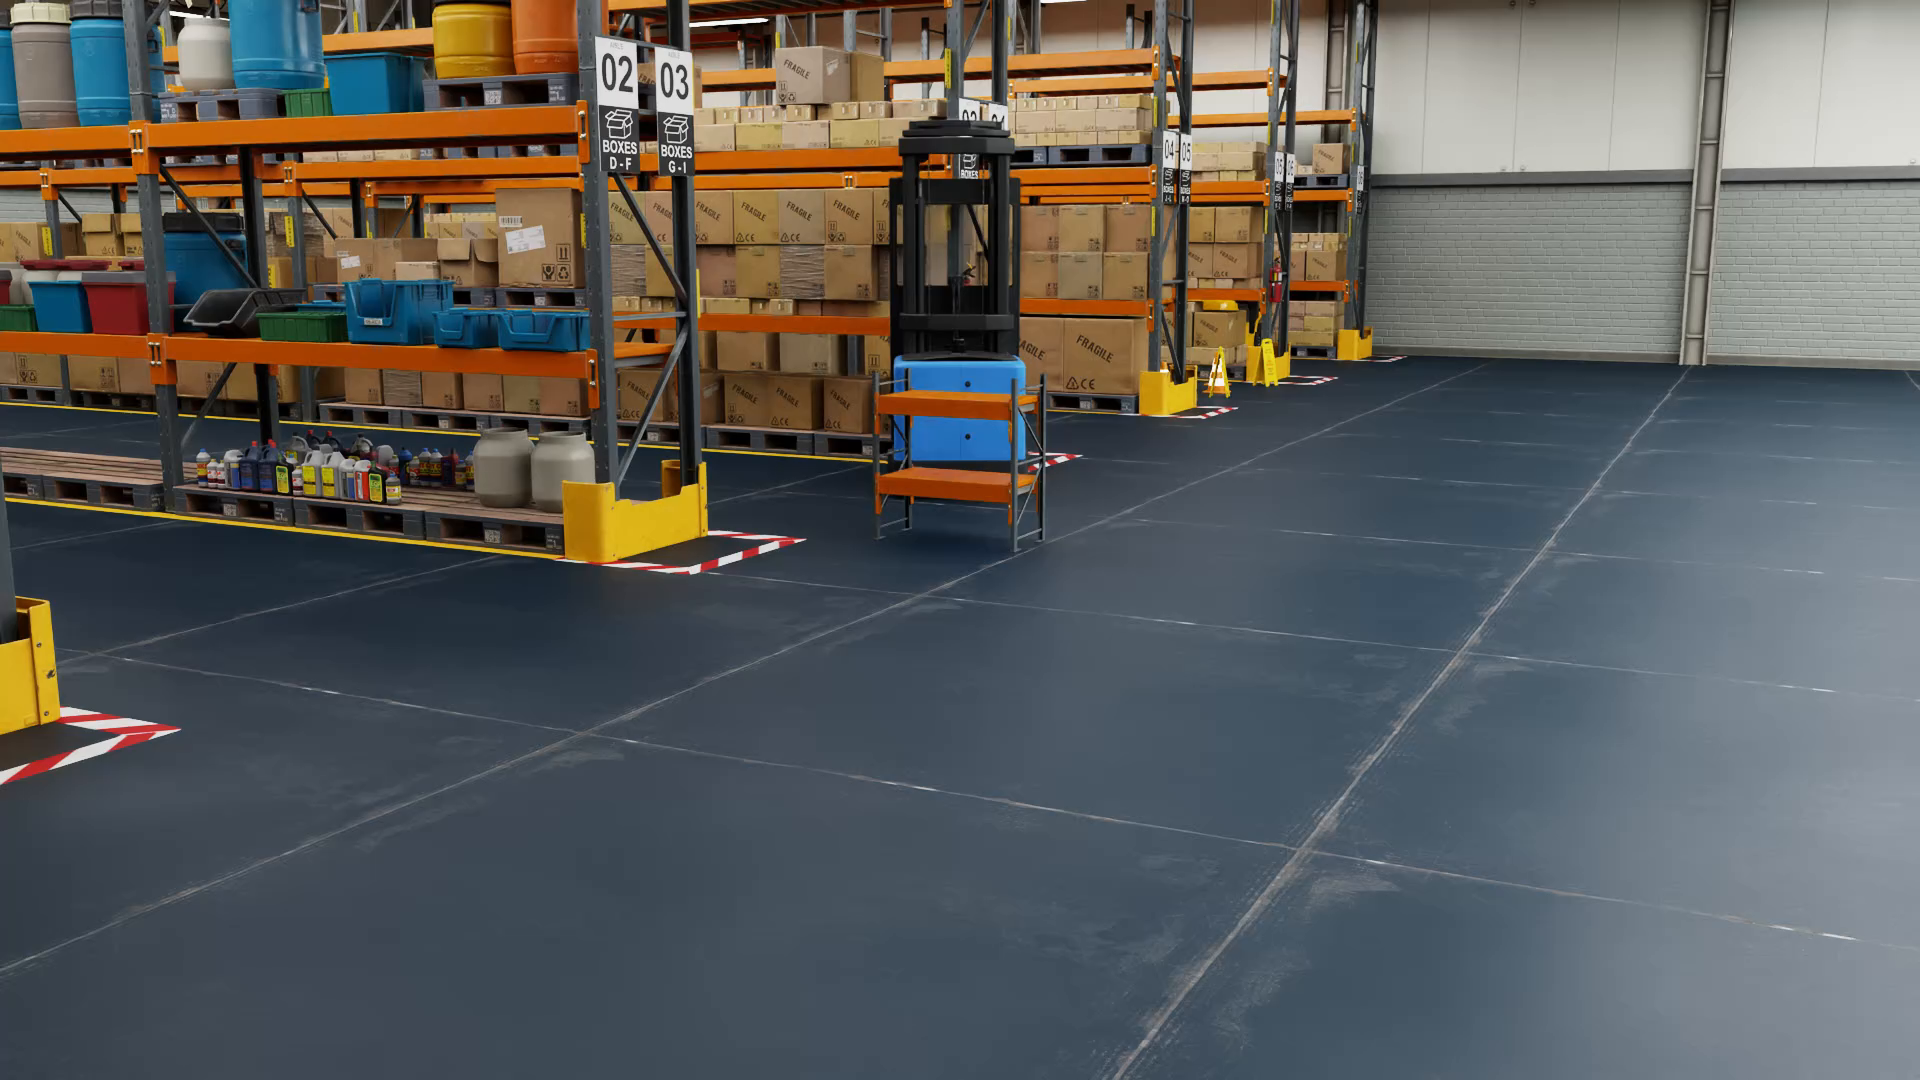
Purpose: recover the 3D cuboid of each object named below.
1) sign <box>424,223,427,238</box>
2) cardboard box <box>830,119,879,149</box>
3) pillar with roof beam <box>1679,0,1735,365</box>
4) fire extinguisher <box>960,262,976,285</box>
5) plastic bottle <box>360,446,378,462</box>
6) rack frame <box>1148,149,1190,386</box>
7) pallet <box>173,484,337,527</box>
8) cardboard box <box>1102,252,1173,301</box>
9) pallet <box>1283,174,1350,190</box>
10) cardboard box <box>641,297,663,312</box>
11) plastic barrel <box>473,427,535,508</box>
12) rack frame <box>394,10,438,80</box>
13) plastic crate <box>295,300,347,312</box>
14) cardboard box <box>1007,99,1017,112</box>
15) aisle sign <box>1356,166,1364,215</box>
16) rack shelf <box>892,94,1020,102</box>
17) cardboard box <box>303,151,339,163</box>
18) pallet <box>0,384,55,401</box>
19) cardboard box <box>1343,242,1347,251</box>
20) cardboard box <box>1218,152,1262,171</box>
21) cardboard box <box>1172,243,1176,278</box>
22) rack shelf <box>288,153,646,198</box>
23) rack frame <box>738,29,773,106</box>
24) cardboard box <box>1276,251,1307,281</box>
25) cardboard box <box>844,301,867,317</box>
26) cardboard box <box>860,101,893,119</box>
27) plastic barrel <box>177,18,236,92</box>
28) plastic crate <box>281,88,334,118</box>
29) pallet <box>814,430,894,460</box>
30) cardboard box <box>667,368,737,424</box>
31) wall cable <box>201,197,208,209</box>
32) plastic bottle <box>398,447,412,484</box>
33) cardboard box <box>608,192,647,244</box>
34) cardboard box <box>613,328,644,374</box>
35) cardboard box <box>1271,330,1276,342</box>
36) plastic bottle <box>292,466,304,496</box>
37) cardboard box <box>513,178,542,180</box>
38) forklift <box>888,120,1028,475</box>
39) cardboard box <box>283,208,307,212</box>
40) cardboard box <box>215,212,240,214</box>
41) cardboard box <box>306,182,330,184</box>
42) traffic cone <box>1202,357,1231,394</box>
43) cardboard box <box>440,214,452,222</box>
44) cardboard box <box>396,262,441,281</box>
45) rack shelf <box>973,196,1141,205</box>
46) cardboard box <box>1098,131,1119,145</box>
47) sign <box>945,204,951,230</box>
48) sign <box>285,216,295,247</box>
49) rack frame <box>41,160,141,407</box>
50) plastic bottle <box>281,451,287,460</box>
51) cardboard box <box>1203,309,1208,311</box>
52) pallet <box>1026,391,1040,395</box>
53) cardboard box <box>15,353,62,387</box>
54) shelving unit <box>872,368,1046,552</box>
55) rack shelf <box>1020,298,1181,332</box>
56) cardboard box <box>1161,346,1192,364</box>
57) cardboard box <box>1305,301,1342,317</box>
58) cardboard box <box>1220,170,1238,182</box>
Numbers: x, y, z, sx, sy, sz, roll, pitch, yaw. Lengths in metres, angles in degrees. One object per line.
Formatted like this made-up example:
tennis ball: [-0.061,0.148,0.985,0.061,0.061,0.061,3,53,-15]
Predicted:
sign: [-8.074,-4.615,25.057,0.005,0.325,0.100,5,11,26]
cardboard box: [-0.834,-3.665,15.058,0.500,0.250,0.500,5,11,26]
pillar with roof beam: [9.988,-6.593,22.391,0.400,9.000,9.100,5,11,26]
fire extinguisher: [0.059,-2.106,14.662,0.183,0.674,0.296,5,11,26]
plastic bottle: [-4.355,-0.555,12.266,0.133,0.283,0.061,5,11,26]
rack frame: [2.445,-3.011,19.444,0.127,3.000,1.000,5,11,26]
pallet: [-5.035,-0.319,12.401,1.213,0.211,1.003,5,11,26]
cardboard box: [2.092,-3.107,19.552,0.550,0.550,0.875,5,11,26]
pallet: [6.115,-6.095,28.310,1.213,0.211,1.003,5,11,26]
cardboard box: [-2.913,-2.316,16.311,0.250,0.149,0.380,5,11,26]
plastic barrel: [-3.105,-0.497,11.362,0.421,0.512,0.421,0,10,0]
rack frame: [-9.804,-8.022,30.288,0.127,3.000,1.000,5,11,26]
plastic crate: [-4.506,-1.634,12.253,0.616,0.251,0.499,5,11,26]
cardboard box: [0.625,-5.104,19.593,0.250,0.149,0.380,5,11,26]
aisle sign: [6.667,-5.830,27.719,0.004,0.787,0.394,5,11,26]
rack shelf: [-0.836,-6.684,26.034,4.000,0.370,1.077,5,11,26]
cardboard box: [-6.706,-4.182,17.911,0.500,0.250,0.500,5,12,27]
pallet: [-12.347,-1.969,21.515,1.213,0.211,1.003,5,11,26]
cardboard box: [6.548,-5.039,28.548,0.250,0.149,0.380,5,11,24]
cardboard box: [3.967,-5.355,23.561,0.500,0.250,0.500,5,11,25]
cardboard box: [3.042,-4.084,24.257,0.500,0.500,0.500,5,11,26]
rack shelf: [-5.221,-3.822,17.521,4.000,0.370,1.077,5,11,26]
rack frame: [-4.024,-8.500,32.929,0.127,3.000,1.000,5,11,26]
cardboard box: [5.719,-4.691,28.446,0.500,0.500,0.500,5,12,28]
cardboard box: [-0.875,-2.146,15.371,0.250,0.149,0.380,5,11,26]
cardboard box: [-0.703,-3.841,14.907,0.250,0.149,0.380,4,11,23]
plastic barrel: [-5.320,-3.423,11.807,0.421,0.512,0.421,0,10,0]
plastic crate: [-4.324,-2.955,11.307,0.450,0.188,0.336,5,11,26]
pallet: [-0.621,-0.930,15.778,1.213,0.211,1.003,5,11,26]
cardboard box: [-2.569,-1.437,16.586,0.500,0.500,0.500,10,14,44]
wall cable: [-14.871,-6.026,33.164,0.123,1.953,0.585,5,11,26]
plastic bottle: [-4.099,-0.553,12.290,0.097,0.271,0.097,0,10,0]
cardboard box: [-3.136,-3.154,16.308,0.500,0.500,0.500,5,11,26]
cardboard box: [-4.223,-2.679,22.746,0.750,0.750,1.050,5,11,25]
cardboard box: [5.290,-3.524,28.822,0.500,0.250,0.500,5,11,26]
plastic bottle: [-4.666,-0.420,11.748,0.097,0.201,0.097,0,10,0]
cardboard box: [-5.808,-5.208,22.882,0.500,0.500,0.500,5,11,26]
forklift: [-0.053,-2.015,14.135,1.130,2.935,3.031,0,10,-2]
cardboard box: [-9.776,-4.720,24.966,0.500,0.500,0.500,5,12,27]
cardboard box: [-8.246,-3.512,19.115,0.637,0.503,0.797,5,12,27]
cardboard box: [-9.318,-5.396,24.618,0.500,0.250,0.500,5,11,26]
traffic cone: [3.402,-2.185,22.004,0.334,0.463,0.336,5,11,26]
cardboard box: [-9.159,-5.810,30.002,0.250,0.149,0.380,5,12,28]
cardboard box: [-5.613,-2.821,17.638,0.500,0.250,0.500,5,11,24]
rack shelf: [1.357,-6.197,30.647,4.000,0.370,1.077,5,11,26]
cardboard box: [1.771,-4.611,19.109,0.250,0.149,0.380,5,11,26]
sign: [-0.104,-2.865,14.499,0.005,0.325,0.100,5,11,26]
sign: [-7.257,-3.338,18.000,0.005,0.325,0.100,5,11,26]
rack frame: [-10.602,-3.172,20.336,0.127,3.000,1.000,5,11,26]
plastic bottle: [-4.895,-0.503,12.012,0.097,0.271,0.097,0,10,0]
cardboard box: [3.451,-3.182,24.826,0.500,0.500,0.500,5,11,24]
pallet: [0.603,-1.786,20.504,1.213,0.211,1.003,5,11,26]
cardboard box: [-11.158,-2.398,20.846,0.875,0.875,0.875,5,11,26]
shelving unit: [-0.006,-0.554,11.133,1.048,1.125,0.538,5,11,26]
rack shelf: [0.652,-2.815,20.379,4.000,0.370,1.077,5,11,26]
cardboard box: [3.240,-2.726,24.411,0.500,0.250,0.500,5,11,26]
cardboard box: [6.187,-3.935,28.282,0.500,0.250,0.500,5,12,28]
cardboard box: [3.863,-5.160,23.600,0.250,0.149,0.380,5,11,26]
